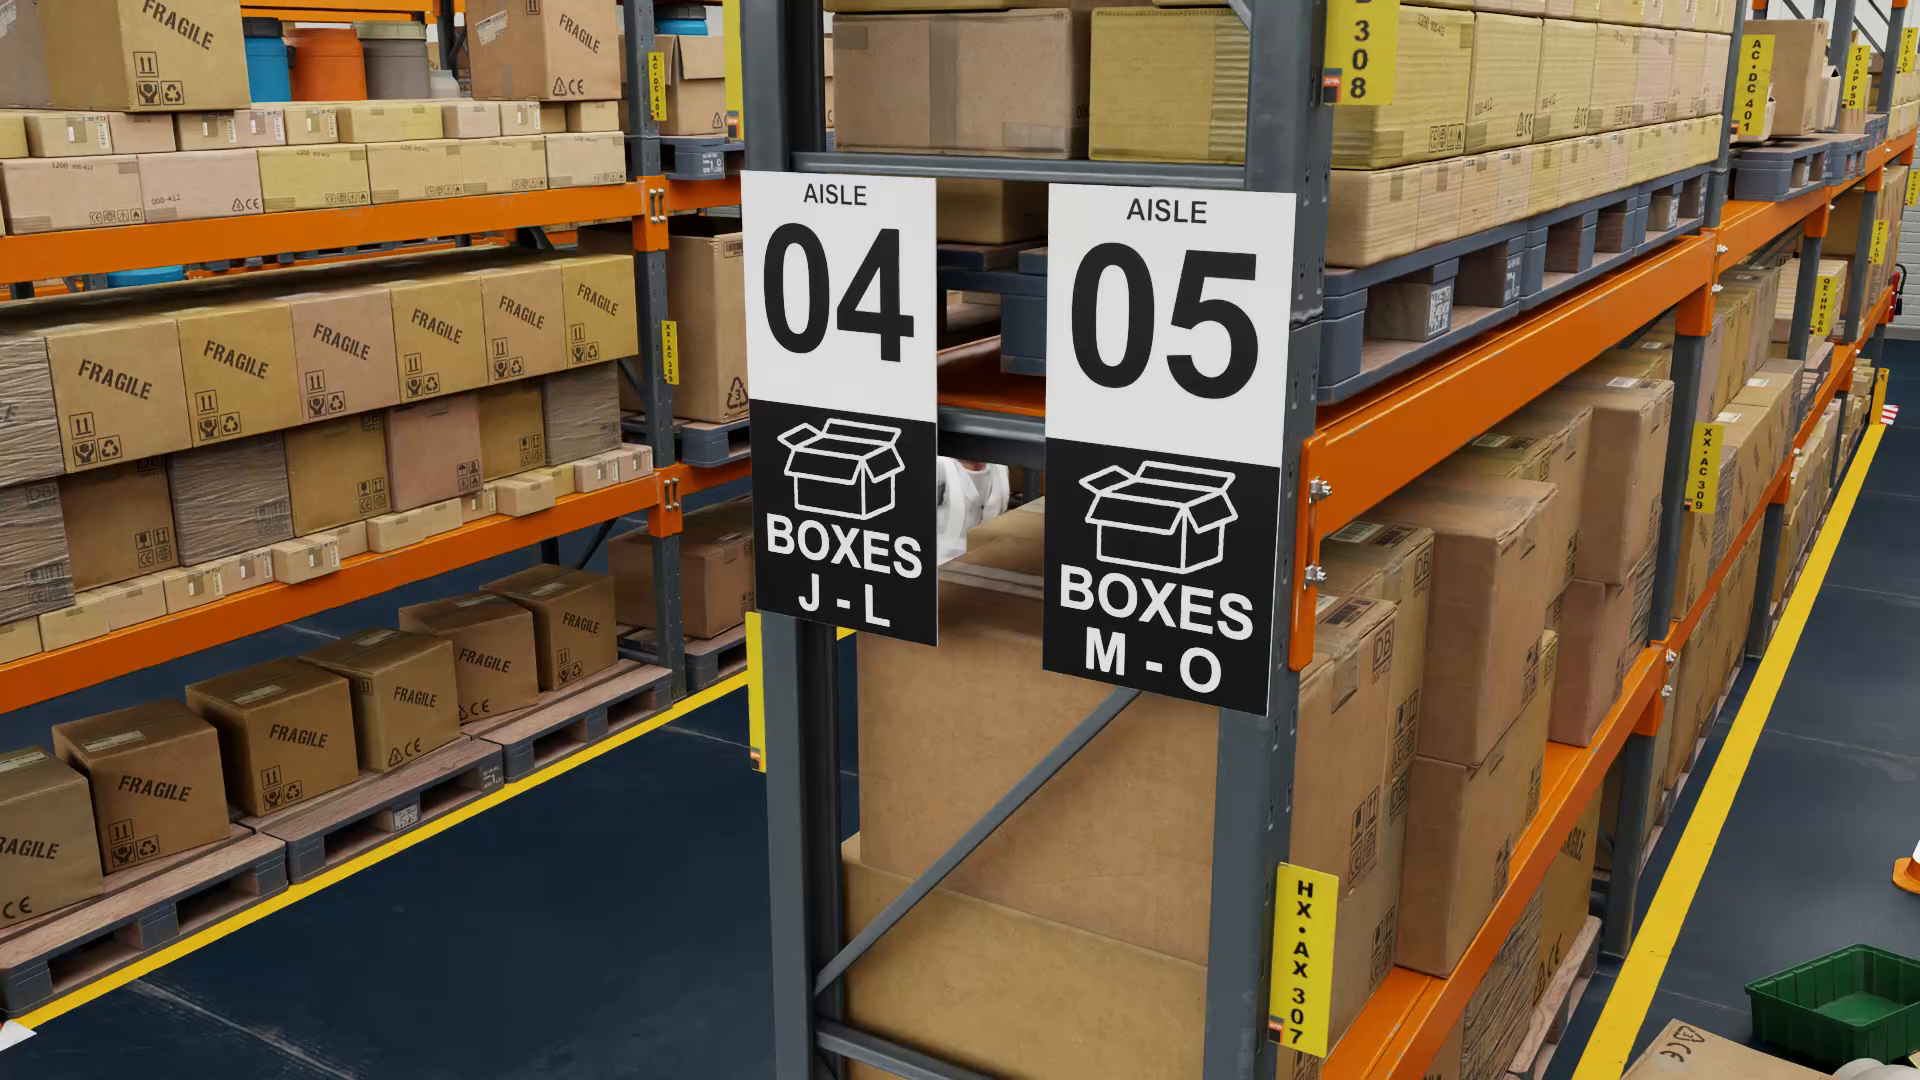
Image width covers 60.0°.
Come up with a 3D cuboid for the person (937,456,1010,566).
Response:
[{"bbox_3d":[-0.028,0.142,8.512,0.647,1.770,0.898,-8,18,-26],"label":"person"}]
